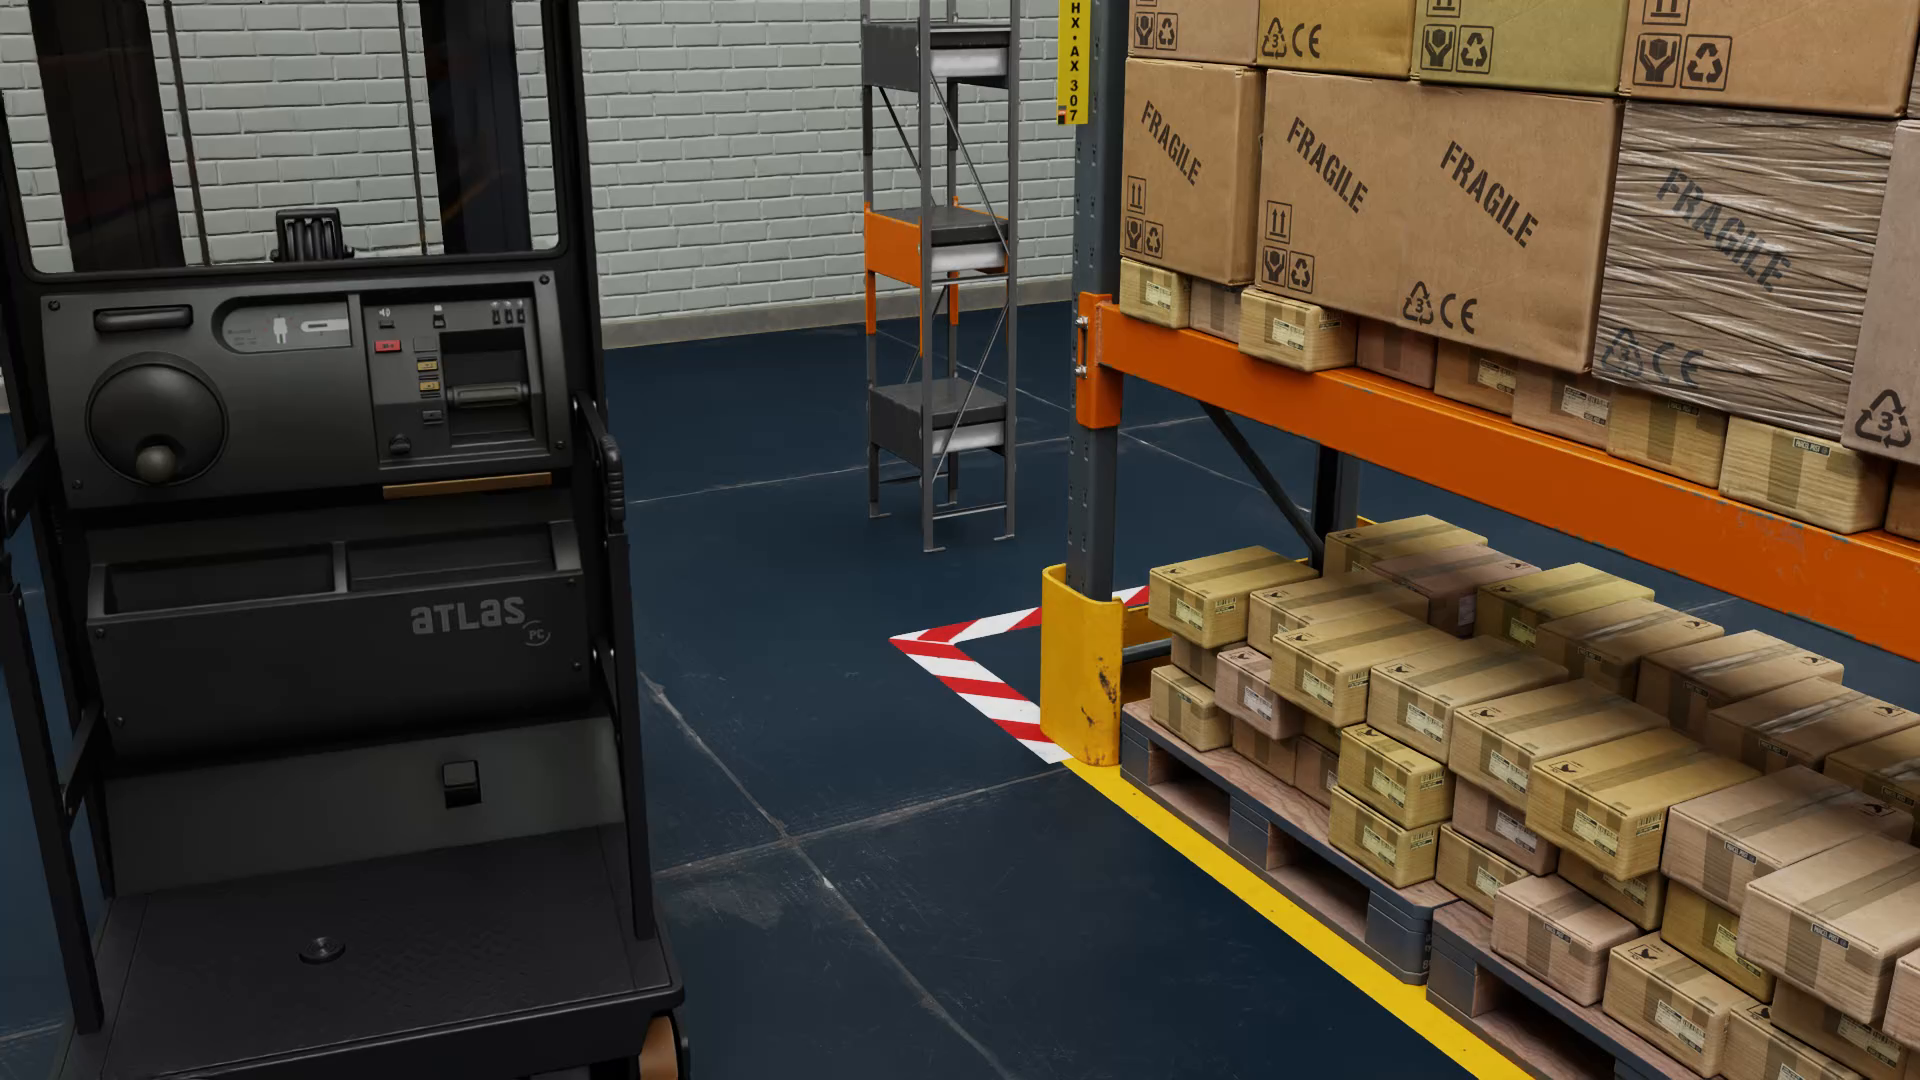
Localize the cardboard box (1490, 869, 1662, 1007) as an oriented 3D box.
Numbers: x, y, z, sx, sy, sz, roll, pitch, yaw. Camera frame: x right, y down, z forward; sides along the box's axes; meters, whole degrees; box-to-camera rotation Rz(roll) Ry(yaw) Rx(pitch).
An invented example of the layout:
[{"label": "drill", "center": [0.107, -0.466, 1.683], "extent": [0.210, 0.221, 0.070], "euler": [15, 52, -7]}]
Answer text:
[{"label": "cardboard box", "center": [1.335, 0.793, 3.462], "extent": [0.380, 0.149, 0.250], "euler": [-11, 22, -29]}]

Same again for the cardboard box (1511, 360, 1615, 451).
[{"label": "cardboard box", "center": [1.323, -0.298, 3.282], "extent": [0.380, 0.149, 0.250], "euler": [-10, 22, -28]}]

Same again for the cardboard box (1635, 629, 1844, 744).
[{"label": "cardboard box", "center": [1.798, 0.346, 3.845], "extent": [0.380, 0.149, 0.250], "euler": [-9, 21, -25]}]

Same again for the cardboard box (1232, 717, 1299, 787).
[{"label": "cardboard box", "center": [0.939, 0.489, 4.343], "extent": [0.380, 0.149, 0.250], "euler": [-10, 21, -27]}]

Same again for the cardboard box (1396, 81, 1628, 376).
[{"label": "cardboard box", "center": [1.244, -0.647, 3.298], "extent": [0.500, 0.500, 0.500], "euler": [-10, 21, -26]}]

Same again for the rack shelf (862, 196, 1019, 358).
[{"label": "rack shelf", "center": [-0.079, -1.027, 6.431], "extent": [0.431, 0.518, 0.480], "euler": [-10, 21, -27]}]

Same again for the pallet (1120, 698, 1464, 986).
[{"label": "pallet", "center": [1.167, 0.656, 4.407], "extent": [1.003, 0.211, 1.213], "euler": [-10, 21, -27]}]

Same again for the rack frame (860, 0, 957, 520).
[{"label": "rack frame", "center": [-0.194, -1.110, 6.630], "extent": [0.400, 2.100, 0.015], "euler": [-10, 21, -27]}]

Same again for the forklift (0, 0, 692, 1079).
[{"label": "forklift", "center": [-1.175, -0.302, 3.014], "extent": [1.130, 2.935, 3.031], "euler": [-6, 20, -17]}]

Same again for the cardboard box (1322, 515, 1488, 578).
[{"label": "cardboard box", "center": [1.250, 0.058, 4.680], "extent": [0.380, 0.149, 0.250], "euler": [-10, 21, -26]}]

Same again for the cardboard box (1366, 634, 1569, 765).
[{"label": "cardboard box", "center": [1.160, 0.359, 3.807], "extent": [0.380, 0.149, 0.250], "euler": [-11, 22, -29]}]

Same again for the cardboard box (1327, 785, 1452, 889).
[{"label": "cardboard box", "center": [1.088, 0.649, 3.878], "extent": [0.380, 0.149, 0.250], "euler": [-10, 21, -26]}]

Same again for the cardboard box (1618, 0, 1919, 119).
[{"label": "cardboard box", "center": [1.473, -0.971, 2.705], "extent": [0.500, 0.500, 0.500], "euler": [-11, 22, -28]}]

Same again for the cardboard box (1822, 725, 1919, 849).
[{"label": "cardboard box", "center": [1.975, 0.510, 3.370], "extent": [0.380, 0.149, 0.250], "euler": [-10, 21, -26]}]

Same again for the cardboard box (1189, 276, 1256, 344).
[{"label": "cardboard box", "center": [0.799, -0.594, 4.138], "extent": [0.380, 0.149, 0.250], "euler": [-9, 21, -25]}]

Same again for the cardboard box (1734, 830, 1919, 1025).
[{"label": "cardboard box", "center": [1.593, 0.668, 2.910], "extent": [0.380, 0.149, 0.250], "euler": [-11, 22, -29]}]

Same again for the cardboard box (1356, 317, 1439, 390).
[{"label": "cardboard box", "center": [1.123, -0.455, 3.736], "extent": [0.380, 0.149, 0.250], "euler": [-9, 21, -24]}]

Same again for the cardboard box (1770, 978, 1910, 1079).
[{"label": "cardboard box", "center": [1.683, 0.805, 2.969], "extent": [0.380, 0.149, 0.250], "euler": [-11, 22, -29]}]

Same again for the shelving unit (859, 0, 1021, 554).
[{"label": "shelving unit", "center": [-0.079, -1.040, 6.427], "extent": [0.431, 2.100, 0.503], "euler": [-10, 21, -27]}]

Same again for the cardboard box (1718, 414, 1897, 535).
[{"label": "cardboard box", "center": [1.528, -0.139, 2.822], "extent": [0.380, 0.149, 0.250], "euler": [-10, 21, -26]}]

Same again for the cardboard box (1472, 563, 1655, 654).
[{"label": "cardboard box", "center": [1.554, 0.193, 4.287], "extent": [0.380, 0.149, 0.250], "euler": [-11, 22, -28]}]

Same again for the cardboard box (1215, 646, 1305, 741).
[{"label": "cardboard box", "center": [0.879, 0.363, 4.251], "extent": [0.380, 0.149, 0.250], "euler": [-10, 21, -27]}]

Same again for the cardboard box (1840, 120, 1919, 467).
[{"label": "cardboard box", "center": [1.717, -0.350, 2.437], "extent": [0.500, 0.500, 0.500], "euler": [-10, 21, -27]}]

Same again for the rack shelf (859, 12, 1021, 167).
[{"label": "rack shelf", "center": [-0.079, -1.689, 6.203], "extent": [0.431, 0.518, 0.480], "euler": [-10, 21, -27]}]

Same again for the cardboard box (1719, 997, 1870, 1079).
[{"label": "cardboard box", "center": [1.633, 0.932, 3.058], "extent": [0.380, 0.149, 0.250], "euler": [-10, 21, -26]}]

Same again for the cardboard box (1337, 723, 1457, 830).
[{"label": "cardboard box", "center": [1.100, 0.510, 3.825], "extent": [0.380, 0.149, 0.250], "euler": [-9, 21, -25]}]

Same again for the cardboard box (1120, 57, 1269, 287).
[{"label": "cardboard box", "center": [0.746, -0.939, 4.145], "extent": [0.500, 0.500, 0.500], "euler": [-9, 21, -24]}]

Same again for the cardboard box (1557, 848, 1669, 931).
[{"label": "cardboard box", "center": [1.475, 0.643, 3.440], "extent": [0.380, 0.149, 0.250], "euler": [-9, 21, -24]}]

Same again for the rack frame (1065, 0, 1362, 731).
[{"label": "rack frame", "center": [0.776, -0.923, 4.707], "extent": [1.000, 3.000, 0.127], "euler": [-10, 21, -27]}]

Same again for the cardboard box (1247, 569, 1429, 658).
[{"label": "cardboard box", "center": [0.963, 0.209, 4.243], "extent": [0.380, 0.149, 0.250], "euler": [-10, 21, -26]}]

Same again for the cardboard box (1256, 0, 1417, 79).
[{"label": "cardboard box", "center": [1.001, -1.270, 3.570], "extent": [0.500, 0.500, 0.500], "euler": [-9, 21, -25]}]

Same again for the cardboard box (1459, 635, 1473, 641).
[{"label": "cardboard box", "center": [1.355, 0.276, 4.503], "extent": [0.380, 0.149, 0.250], "euler": [-11, 22, -28]}]

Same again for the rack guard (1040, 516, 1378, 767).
[{"label": "rack guard", "center": [0.812, 0.281, 5.052], "extent": [1.175, 0.500, 0.348], "euler": [-10, 21, -27]}]

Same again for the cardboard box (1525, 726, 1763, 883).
[{"label": "cardboard box", "center": [1.368, 0.523, 3.332], "extent": [0.380, 0.149, 0.250], "euler": [-10, 21, -26]}]
